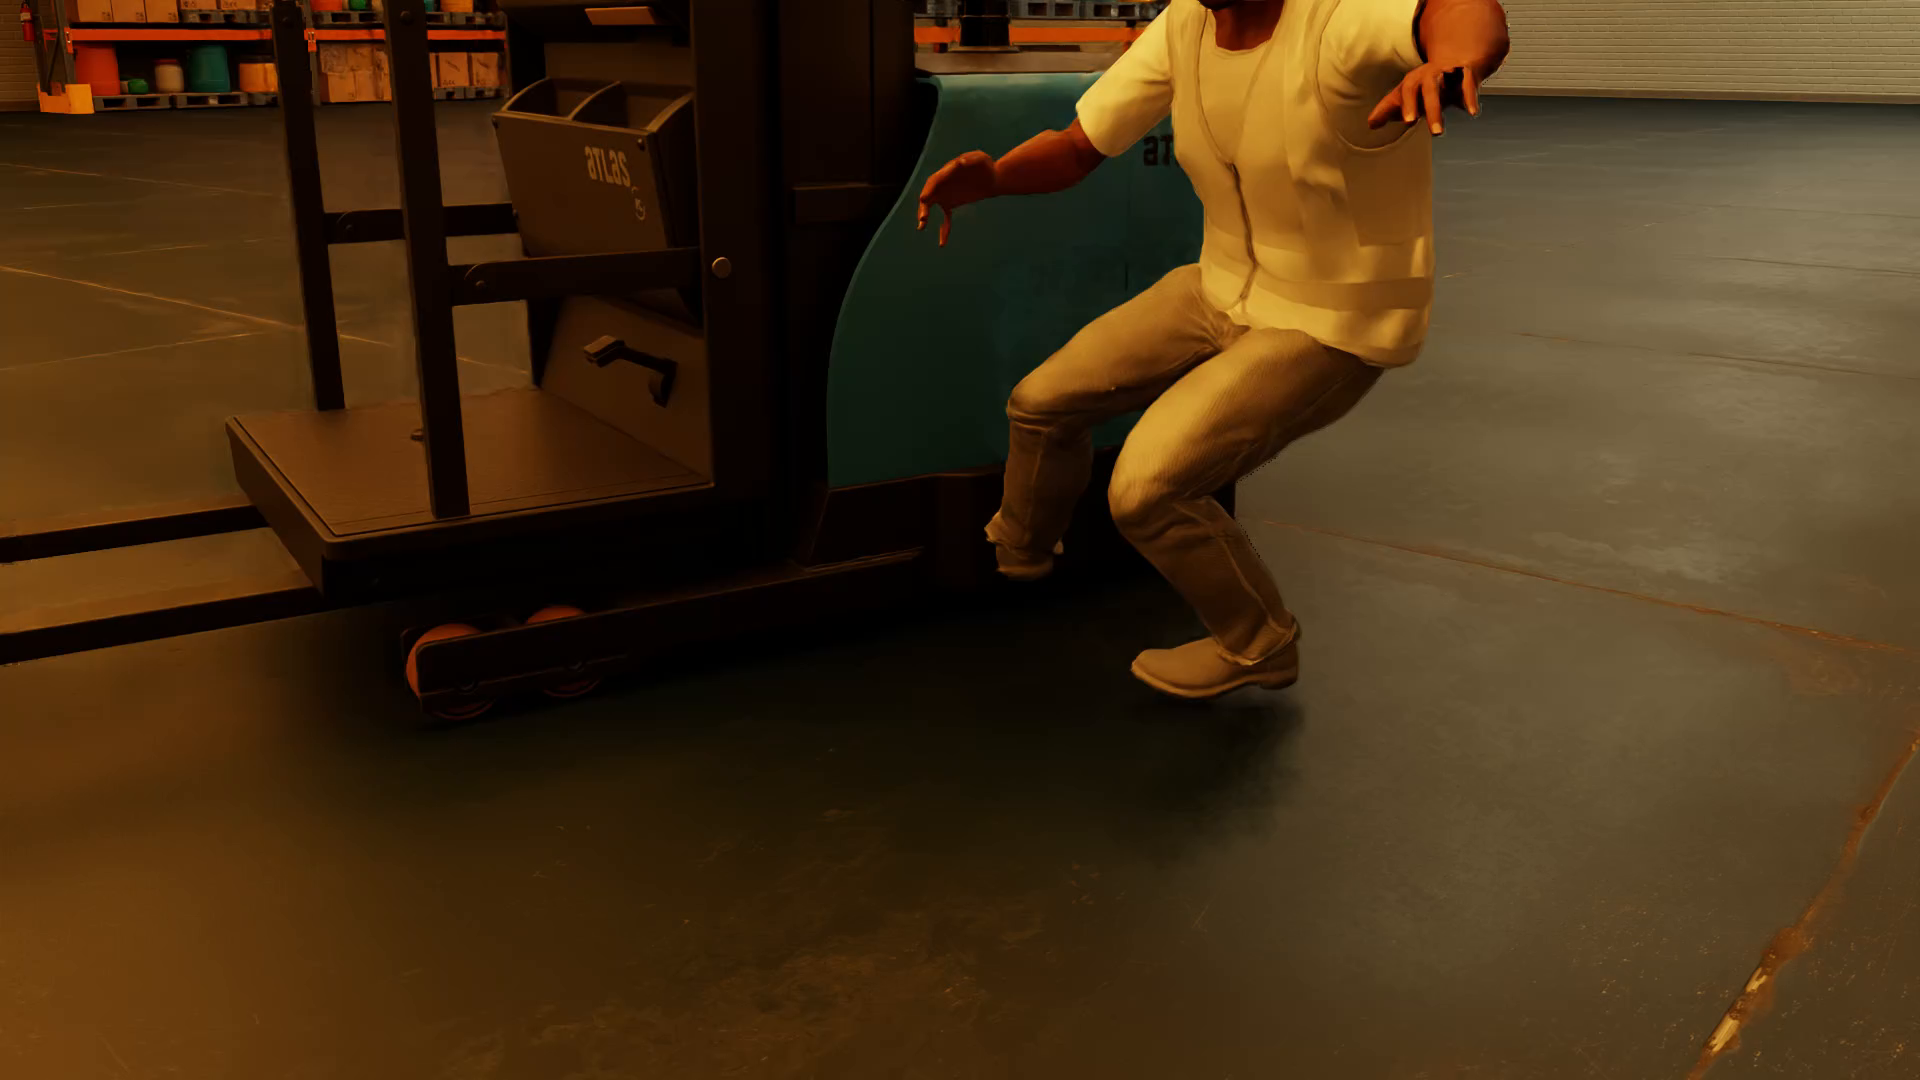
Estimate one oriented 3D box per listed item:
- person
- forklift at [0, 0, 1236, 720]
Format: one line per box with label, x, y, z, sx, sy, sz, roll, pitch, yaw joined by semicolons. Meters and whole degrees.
person;0.373;-0.409;2.714;0.799;1.466;1.580;-11;20;-31
forklift;-0.900;-1.262;3.055;3.031;2.935;1.130;-10;20;-30
